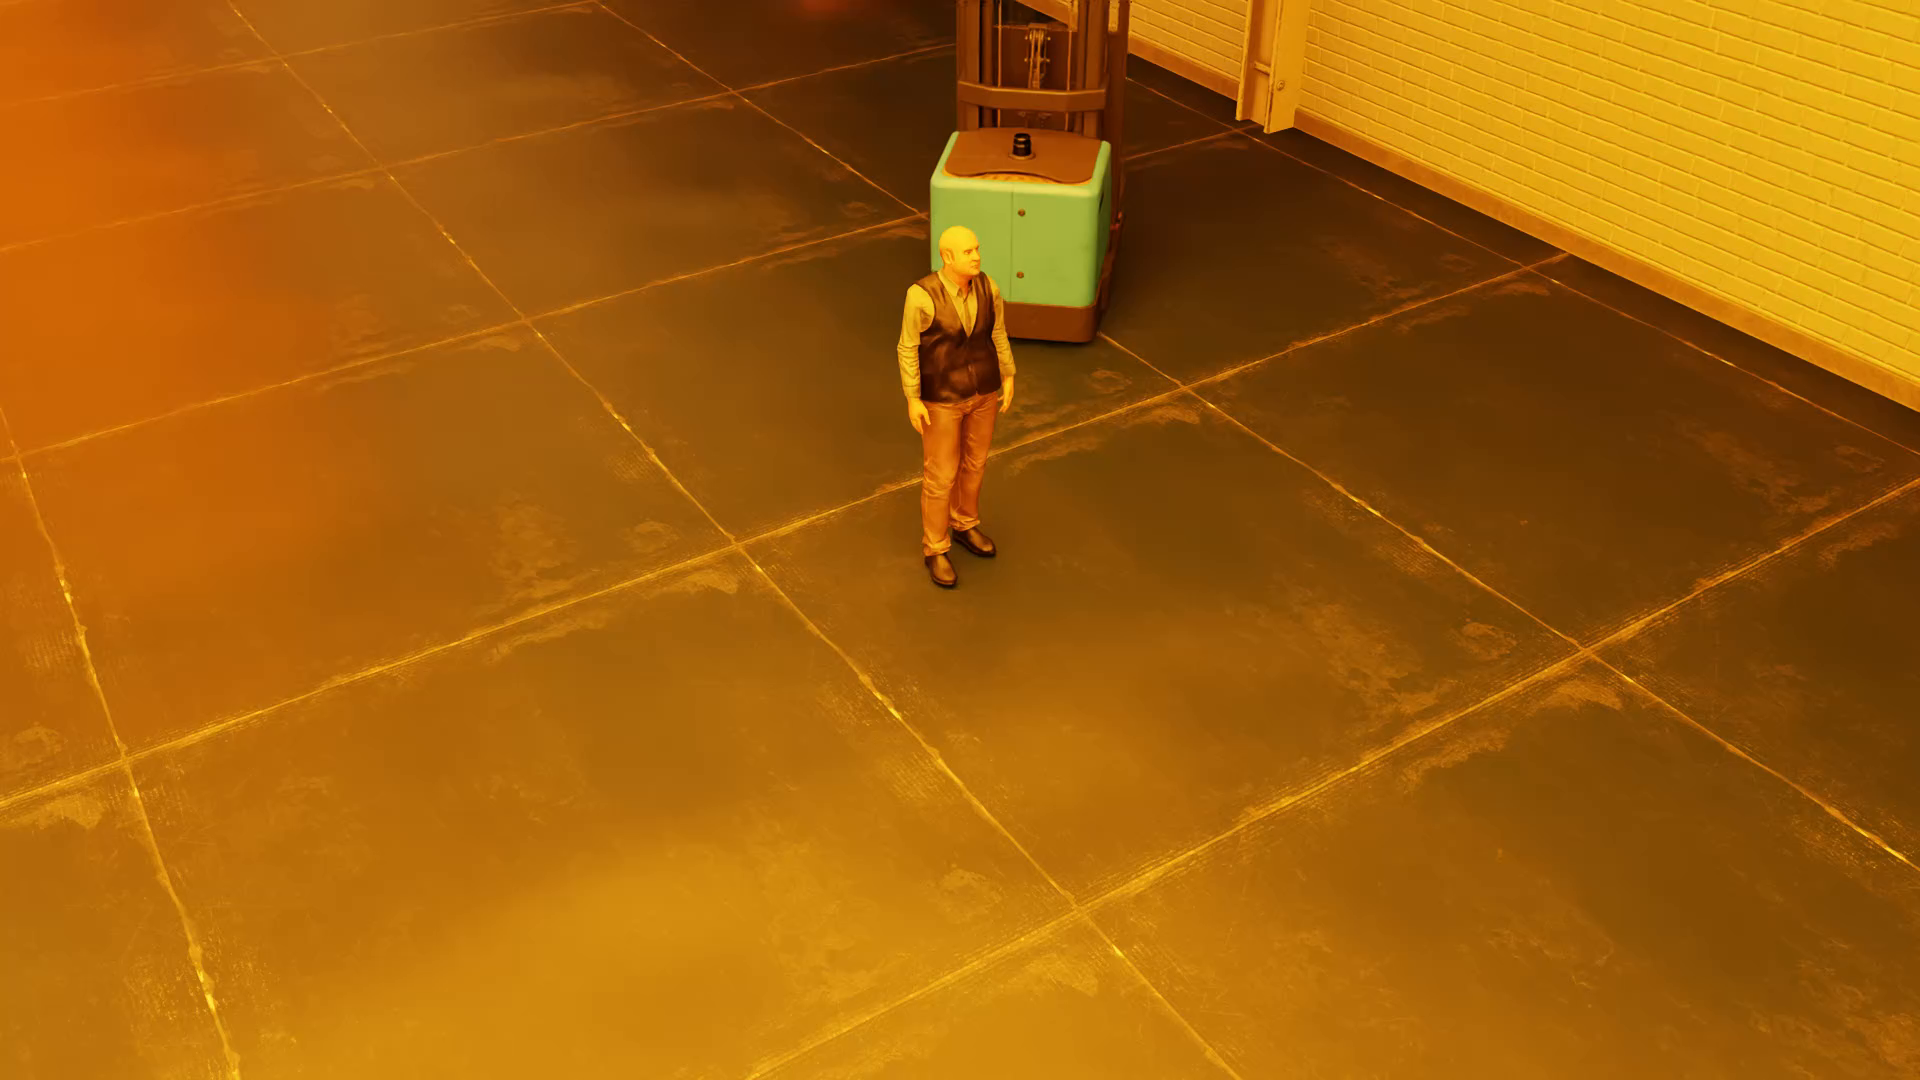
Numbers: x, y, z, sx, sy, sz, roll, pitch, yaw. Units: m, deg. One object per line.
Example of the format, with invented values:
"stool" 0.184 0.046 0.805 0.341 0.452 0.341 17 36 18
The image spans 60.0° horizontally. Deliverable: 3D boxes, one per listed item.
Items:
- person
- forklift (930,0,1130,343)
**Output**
"person" 0.028 -0.678 8.152 0.633 1.722 0.566 -21 40 -27
"forklift" 0.562 -3.264 10.793 1.130 2.935 3.031 6 35 8
